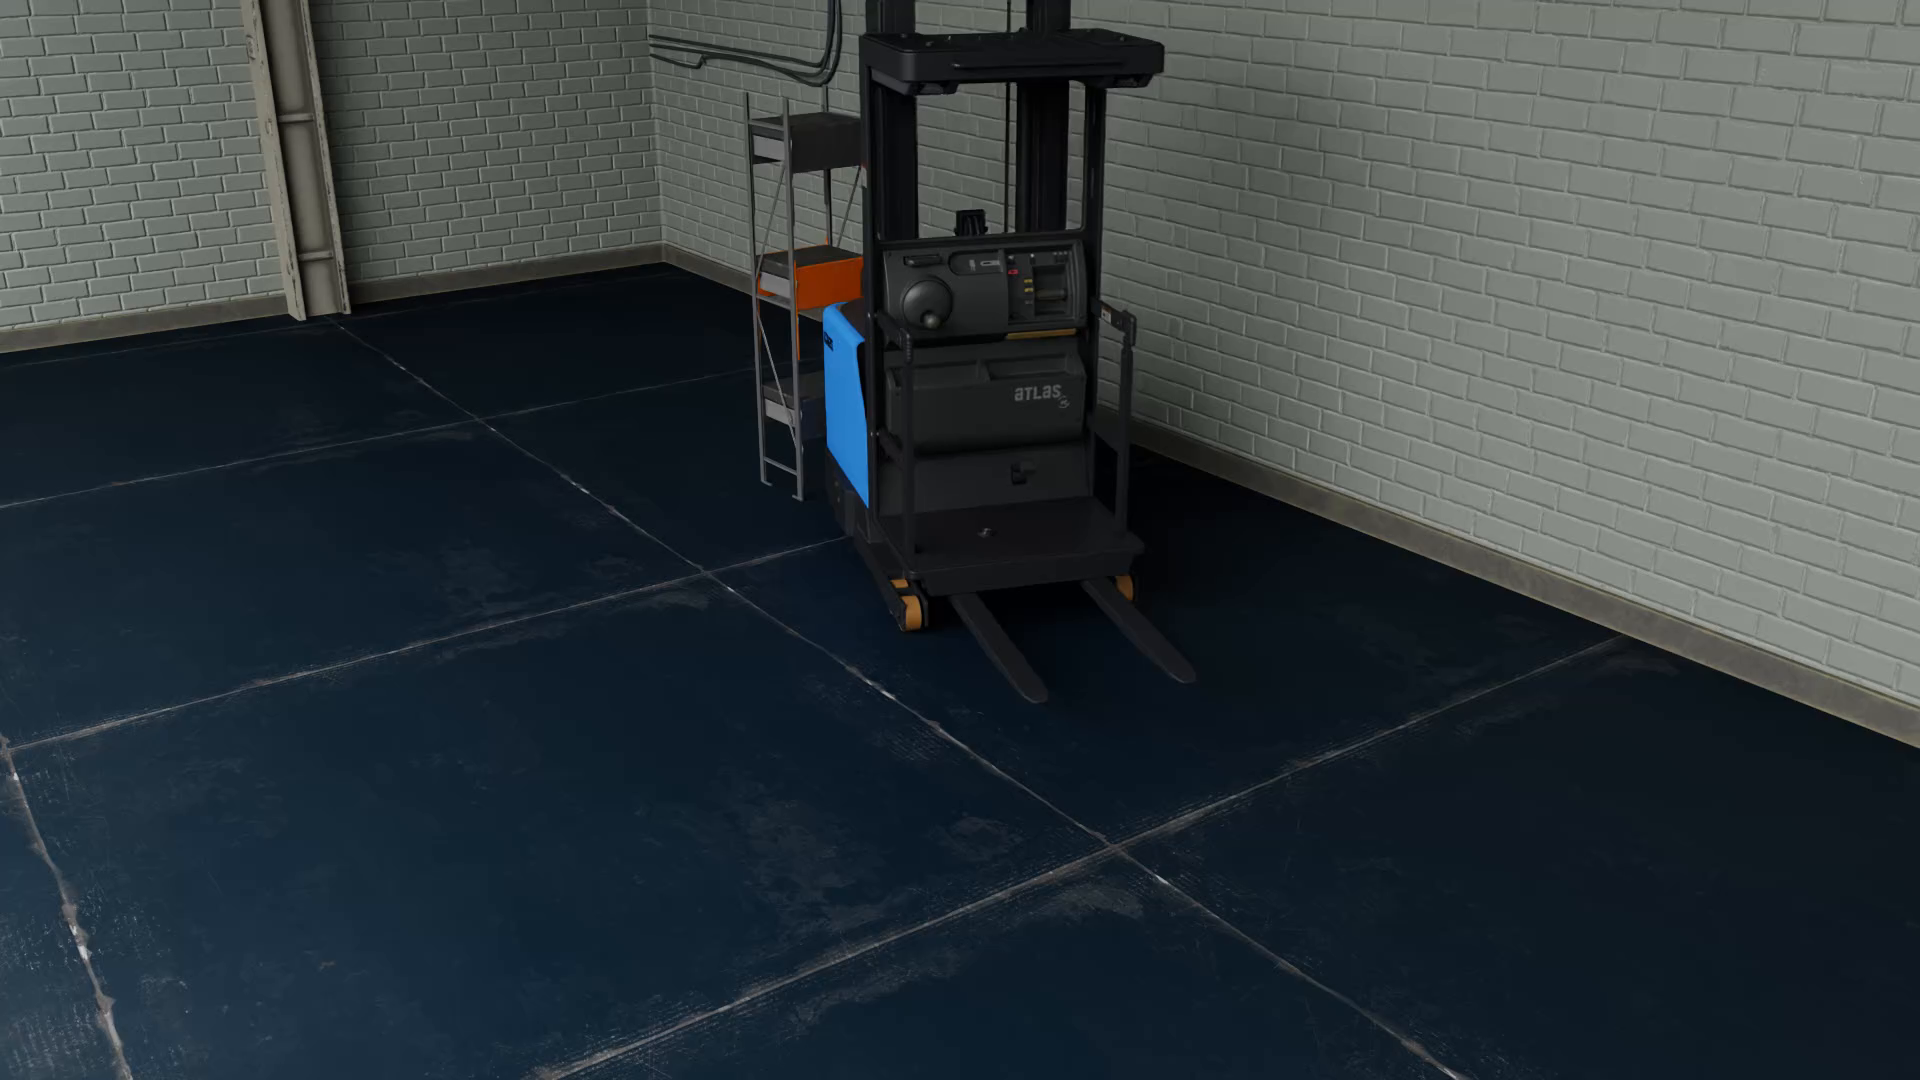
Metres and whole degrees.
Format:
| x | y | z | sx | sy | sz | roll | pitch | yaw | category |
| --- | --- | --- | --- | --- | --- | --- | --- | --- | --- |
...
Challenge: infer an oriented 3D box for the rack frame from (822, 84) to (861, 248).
| x | y | z | sx | sy | sz | roll | pitch | yaw | category |
| --- | --- | --- | --- | --- | --- | --- | --- | --- | --- |
| -0.591 | -1.355 | 8.958 | 0.015 | 2.100 | 0.400 | -17 | 27 | -36 | rack frame |

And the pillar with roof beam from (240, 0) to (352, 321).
| x | y | z | sx | sy | sz | roll | pitch | yaw | category |
| --- | --- | --- | --- | --- | --- | --- | --- | --- | --- |
| -2.399 | -4.627 | 7.850 | 0.400 | 9.000 | 9.100 | -15 | 26 | -33 | pillar with roof beam |

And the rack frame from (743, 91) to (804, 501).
| x | y | z | sx | sy | sz | roll | pitch | yaw | category |
| --- | --- | --- | --- | --- | --- | --- | --- | --- | --- |
| -0.970 | -1.241 | 8.673 | 0.015 | 2.100 | 0.400 | -17 | 27 | -36 | rack frame |

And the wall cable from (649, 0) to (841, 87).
| x | y | z | sx | sy | sz | roll | pitch | yaw | category |
| --- | --- | --- | --- | --- | --- | --- | --- | --- | --- |
| -1.750 | -4.720 | 12.272 | 0.112 | 2.526 | 3.097 | -15 | 26 | -33 | wall cable |

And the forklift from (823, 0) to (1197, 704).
| x | y | z | sx | sy | sz | roll | pitch | yaw | category |
| --- | --- | --- | --- | --- | --- | --- | --- | --- | --- |
| 0.178 | -1.115 | 7.236 | 1.130 | 2.935 | 3.031 | -6 | 23 | -15 | forklift |

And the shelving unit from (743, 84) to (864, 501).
| x | y | z | sx | sy | sz | roll | pitch | yaw | category |
| --- | --- | --- | --- | --- | --- | --- | --- | --- | --- |
| -0.780 | -1.298 | 8.816 | 0.503 | 2.100 | 0.431 | -17 | 27 | -36 | shelving unit |

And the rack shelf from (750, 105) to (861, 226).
| x | y | z | sx | sy | sz | roll | pitch | yaw | category |
| --- | --- | --- | --- | --- | --- | --- | --- | --- | --- |
| -0.780 | -1.935 | 8.561 | 0.480 | 0.518 | 0.431 | -17 | 27 | -36 | rack shelf |

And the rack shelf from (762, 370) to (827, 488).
| x | y | z | sx | sy | sz | roll | pitch | yaw | category |
| --- | --- | --- | --- | --- | --- | --- | --- | --- | --- |
| -0.780 | -0.635 | 9.080 | 0.480 | 0.518 | 0.431 | -17 | 27 | -36 | rack shelf |

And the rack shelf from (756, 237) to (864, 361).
| x | y | z | sx | sy | sz | roll | pitch | yaw | category |
| --- | --- | --- | --- | --- | --- | --- | --- | --- | --- |
| -0.780 | -1.285 | 8.821 | 0.480 | 0.518 | 0.431 | -17 | 27 | -36 | rack shelf |
